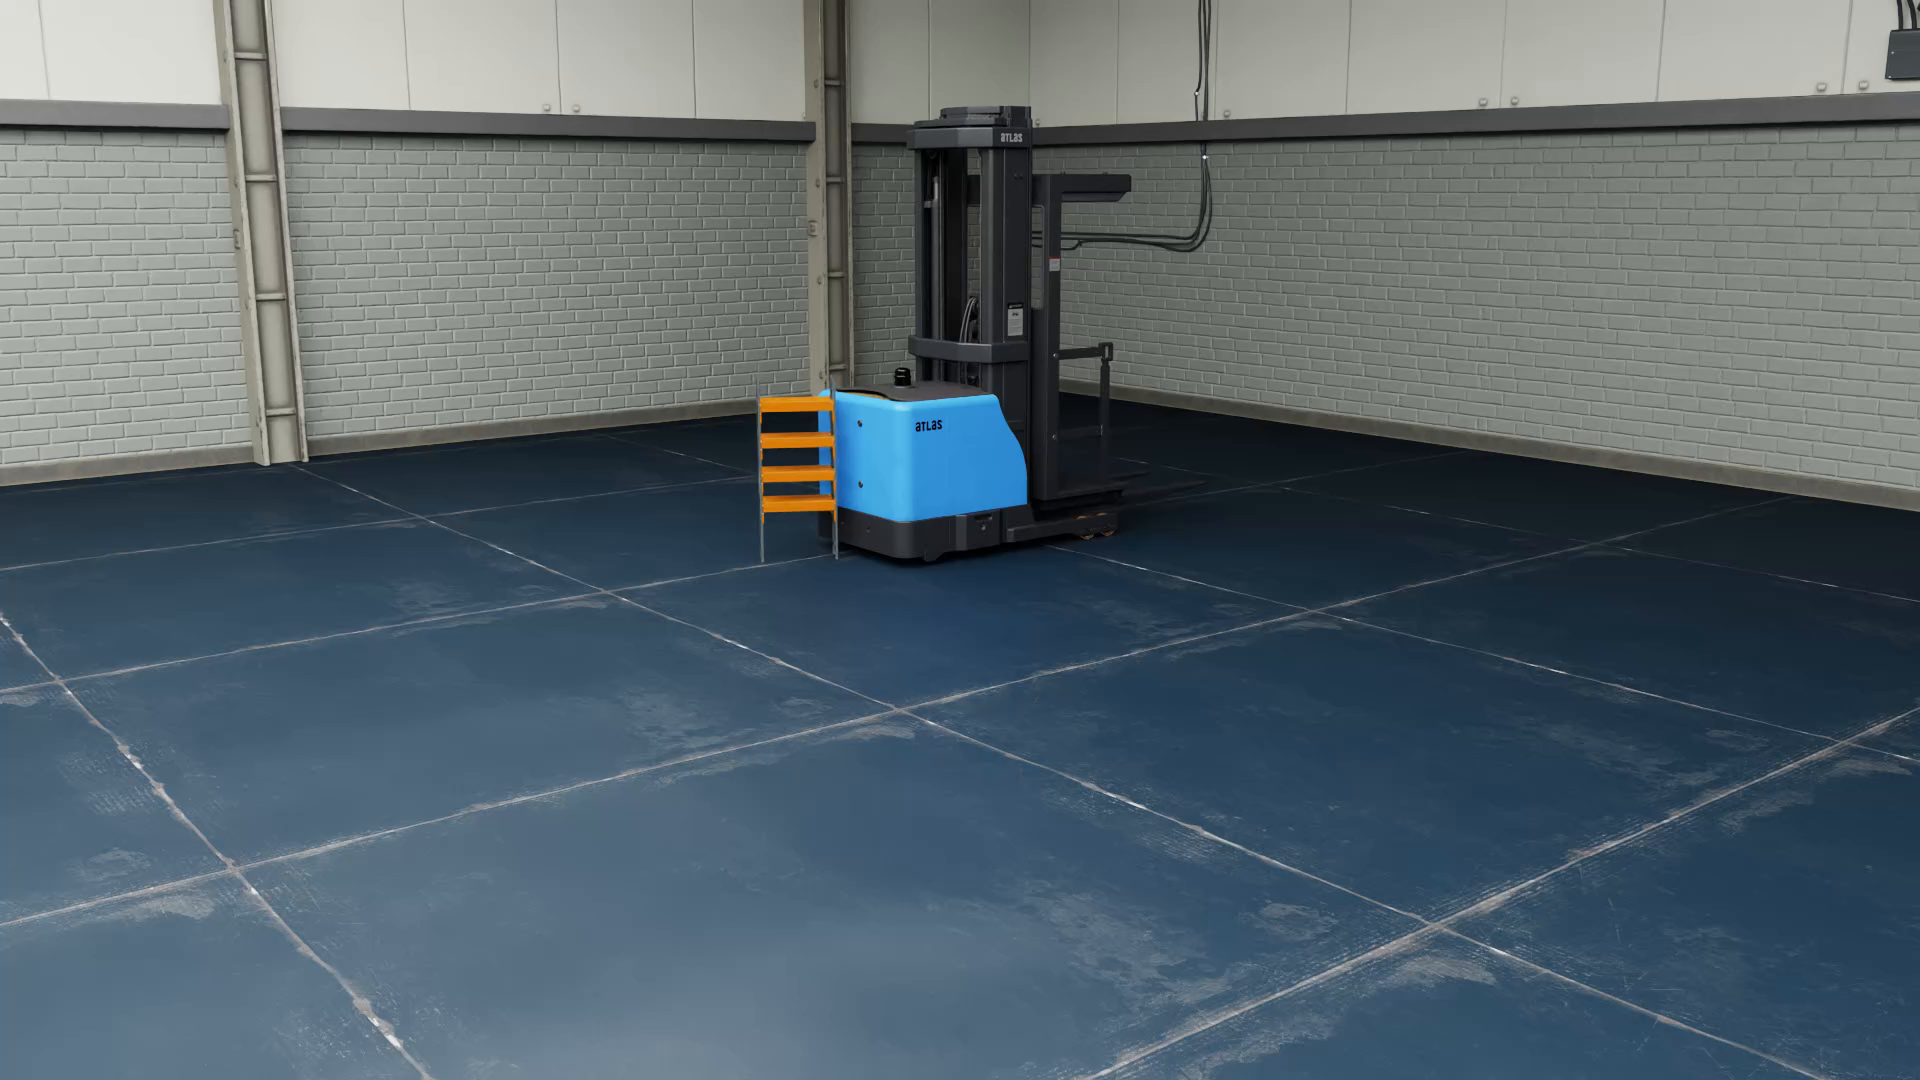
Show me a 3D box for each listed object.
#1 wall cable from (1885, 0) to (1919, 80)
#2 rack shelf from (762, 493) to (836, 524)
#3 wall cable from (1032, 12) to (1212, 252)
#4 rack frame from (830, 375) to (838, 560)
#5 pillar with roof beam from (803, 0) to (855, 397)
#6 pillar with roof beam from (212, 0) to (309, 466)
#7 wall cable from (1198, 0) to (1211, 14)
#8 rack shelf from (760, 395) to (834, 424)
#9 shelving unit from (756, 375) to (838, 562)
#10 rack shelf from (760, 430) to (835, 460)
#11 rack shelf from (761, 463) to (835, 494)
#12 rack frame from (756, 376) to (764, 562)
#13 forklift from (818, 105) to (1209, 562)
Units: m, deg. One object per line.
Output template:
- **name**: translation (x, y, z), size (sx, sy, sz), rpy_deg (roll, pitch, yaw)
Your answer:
- **wall cable**: translation (7.621, -6.179, 10.877), size (0.169, 6.003, 2.305), rpy_deg (-9, 15, -38)
- **rack shelf**: translation (-1.075, -0.213, 11.022), size (0.480, 0.148, 0.258), rpy_deg (-2, 12, -9)
- **wall cable**: translation (1.702, -4.539, 18.814), size (0.112, 2.526, 3.097), rpy_deg (-9, 15, -38)
- **rack frame**: translation (-0.834, -0.481, 11.006), size (0.015, 1.200, 0.240), rpy_deg (-2, 12, -9)
- **pillar with roof beam**: translation (1.265, -5.191, 14.413), size (0.400, 9.000, 9.100), rpy_deg (-9, 15, -38)
- **pillar with roof beam**: translation (-3.420, -4.413, 10.746), size (0.400, 9.000, 9.100), rpy_deg (-9, 15, -38)
- **wall cable**: translation (3.392, -6.570, 16.223), size (0.112, 2.526, 3.097), rpy_deg (-9, 15, -38)
- **rack shelf**: translation (-1.075, -0.857, 10.885), size (0.480, 0.148, 0.258), rpy_deg (-2, 12, -9)
- **shelving unit**: translation (-1.075, -0.473, 10.967), size (0.503, 1.200, 0.258), rpy_deg (-2, 12, -9)
- **rack shelf**: translation (-1.075, -0.626, 10.935), size (0.480, 0.148, 0.258), rpy_deg (-2, 12, -9)
- **rack shelf**: translation (-1.075, -0.407, 10.981), size (0.480, 0.148, 0.258), rpy_deg (-2, 12, -9)
- **rack frame**: translation (-1.316, -0.465, 10.928), size (0.015, 1.200, 0.240), rpy_deg (-2, 12, -9)
- **forklift**: translation (0.495, -1.515, 11.705), size (3.031, 2.935, 1.130), rpy_deg (-9, 15, -37)
